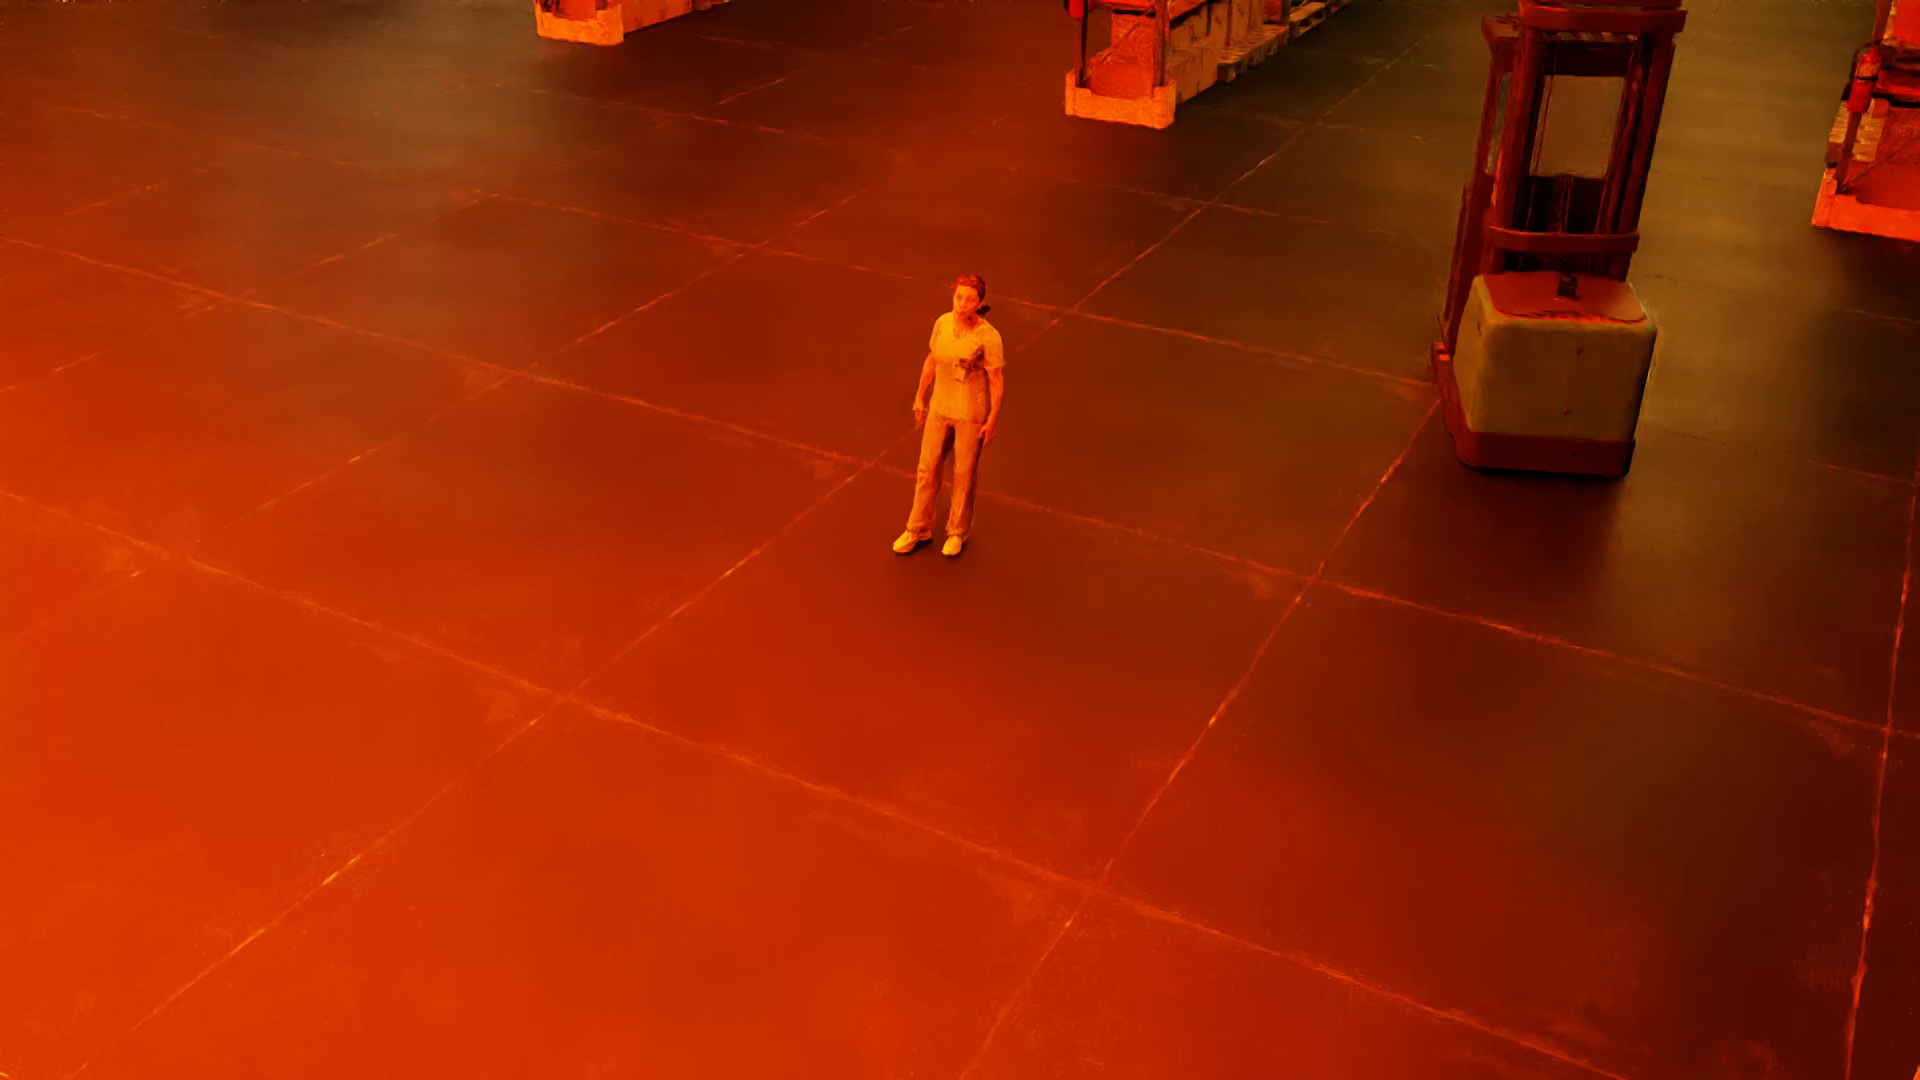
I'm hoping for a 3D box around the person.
[{"bbox_3d":[-0.047,-0.699,9.532,0.550,1.665,0.548,15,33,25],"label":"person"}]

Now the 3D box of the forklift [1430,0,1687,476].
[{"bbox_3d":[3.976,-2.393,11.217,1.130,2.935,3.031,4,30,8],"label":"forklift"}]
